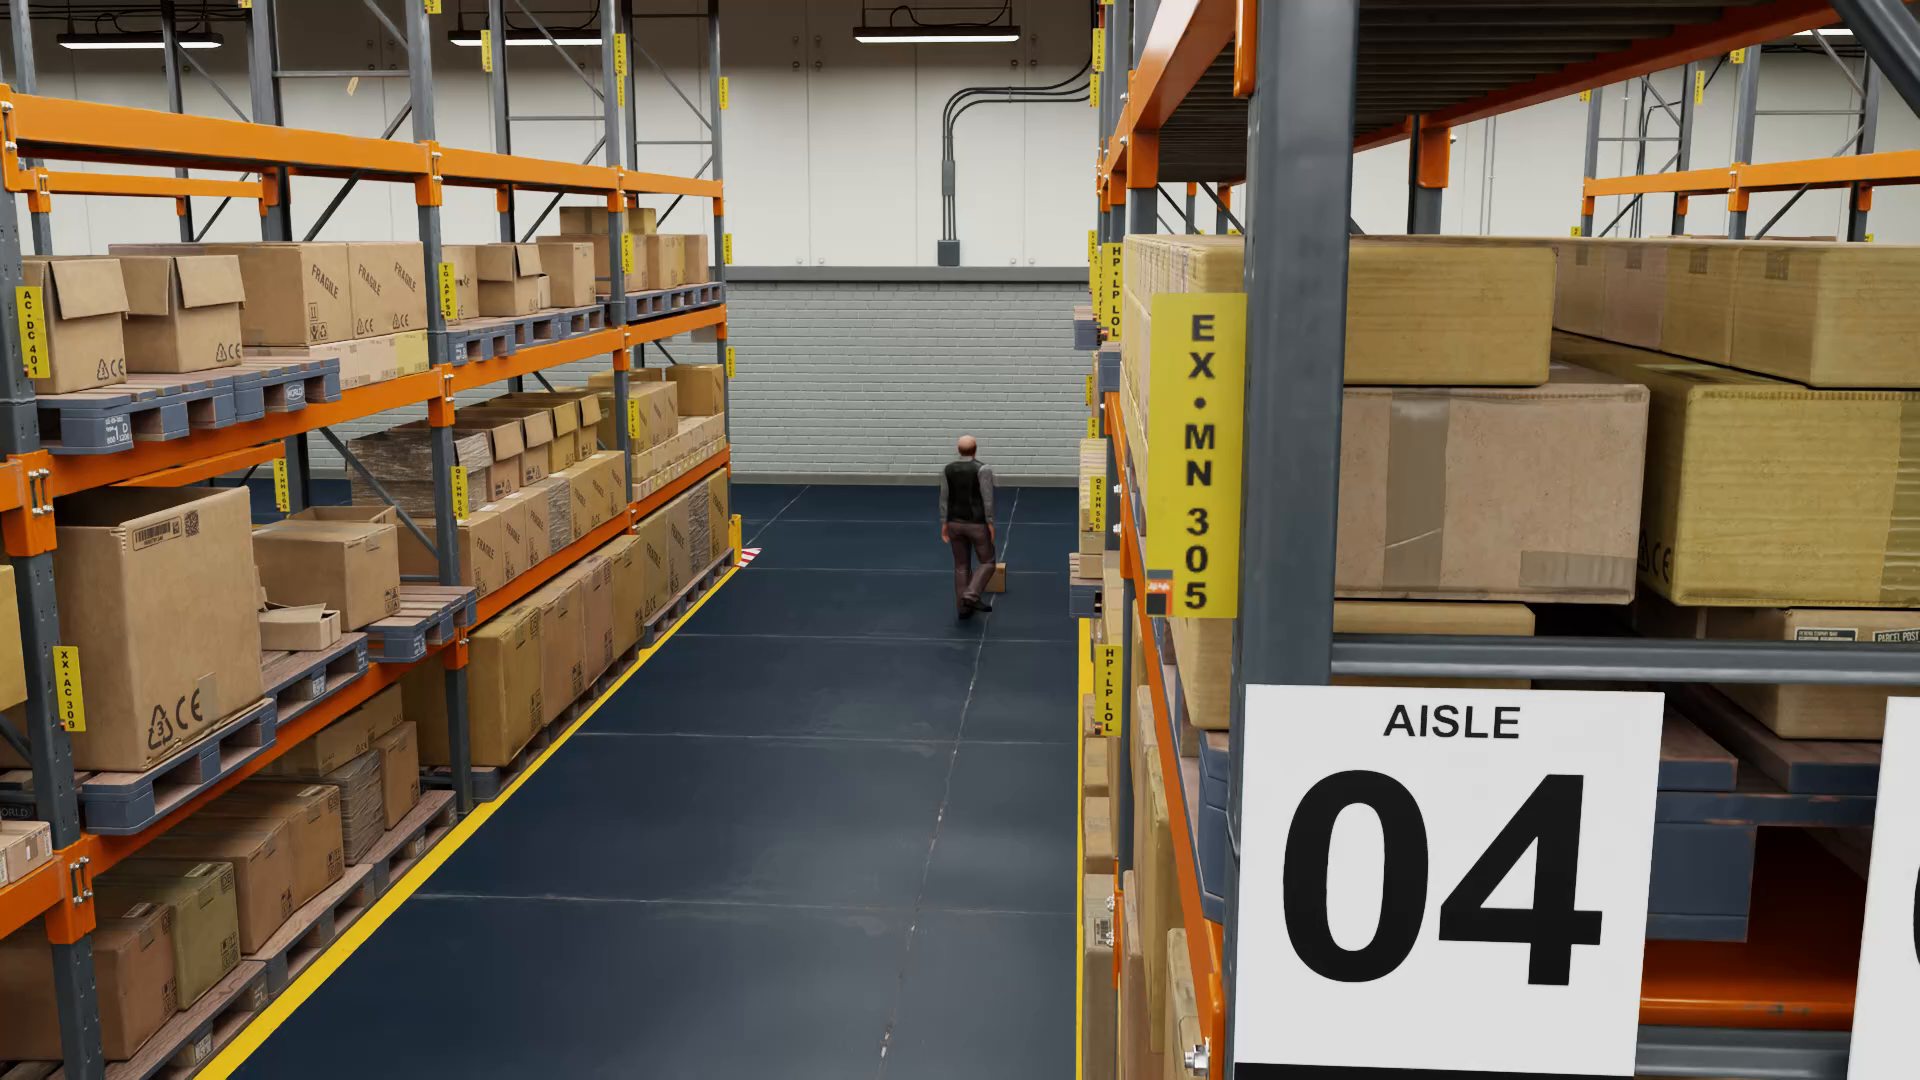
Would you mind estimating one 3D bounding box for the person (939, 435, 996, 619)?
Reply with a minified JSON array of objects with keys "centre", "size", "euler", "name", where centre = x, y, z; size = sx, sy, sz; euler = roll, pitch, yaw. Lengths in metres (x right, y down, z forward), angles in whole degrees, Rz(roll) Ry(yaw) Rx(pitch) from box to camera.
[{"centre":[0.060,-0.110,15.568],"size":[0.586,1.718,0.527],"euler":[5,12,24],"name":"person"}]
